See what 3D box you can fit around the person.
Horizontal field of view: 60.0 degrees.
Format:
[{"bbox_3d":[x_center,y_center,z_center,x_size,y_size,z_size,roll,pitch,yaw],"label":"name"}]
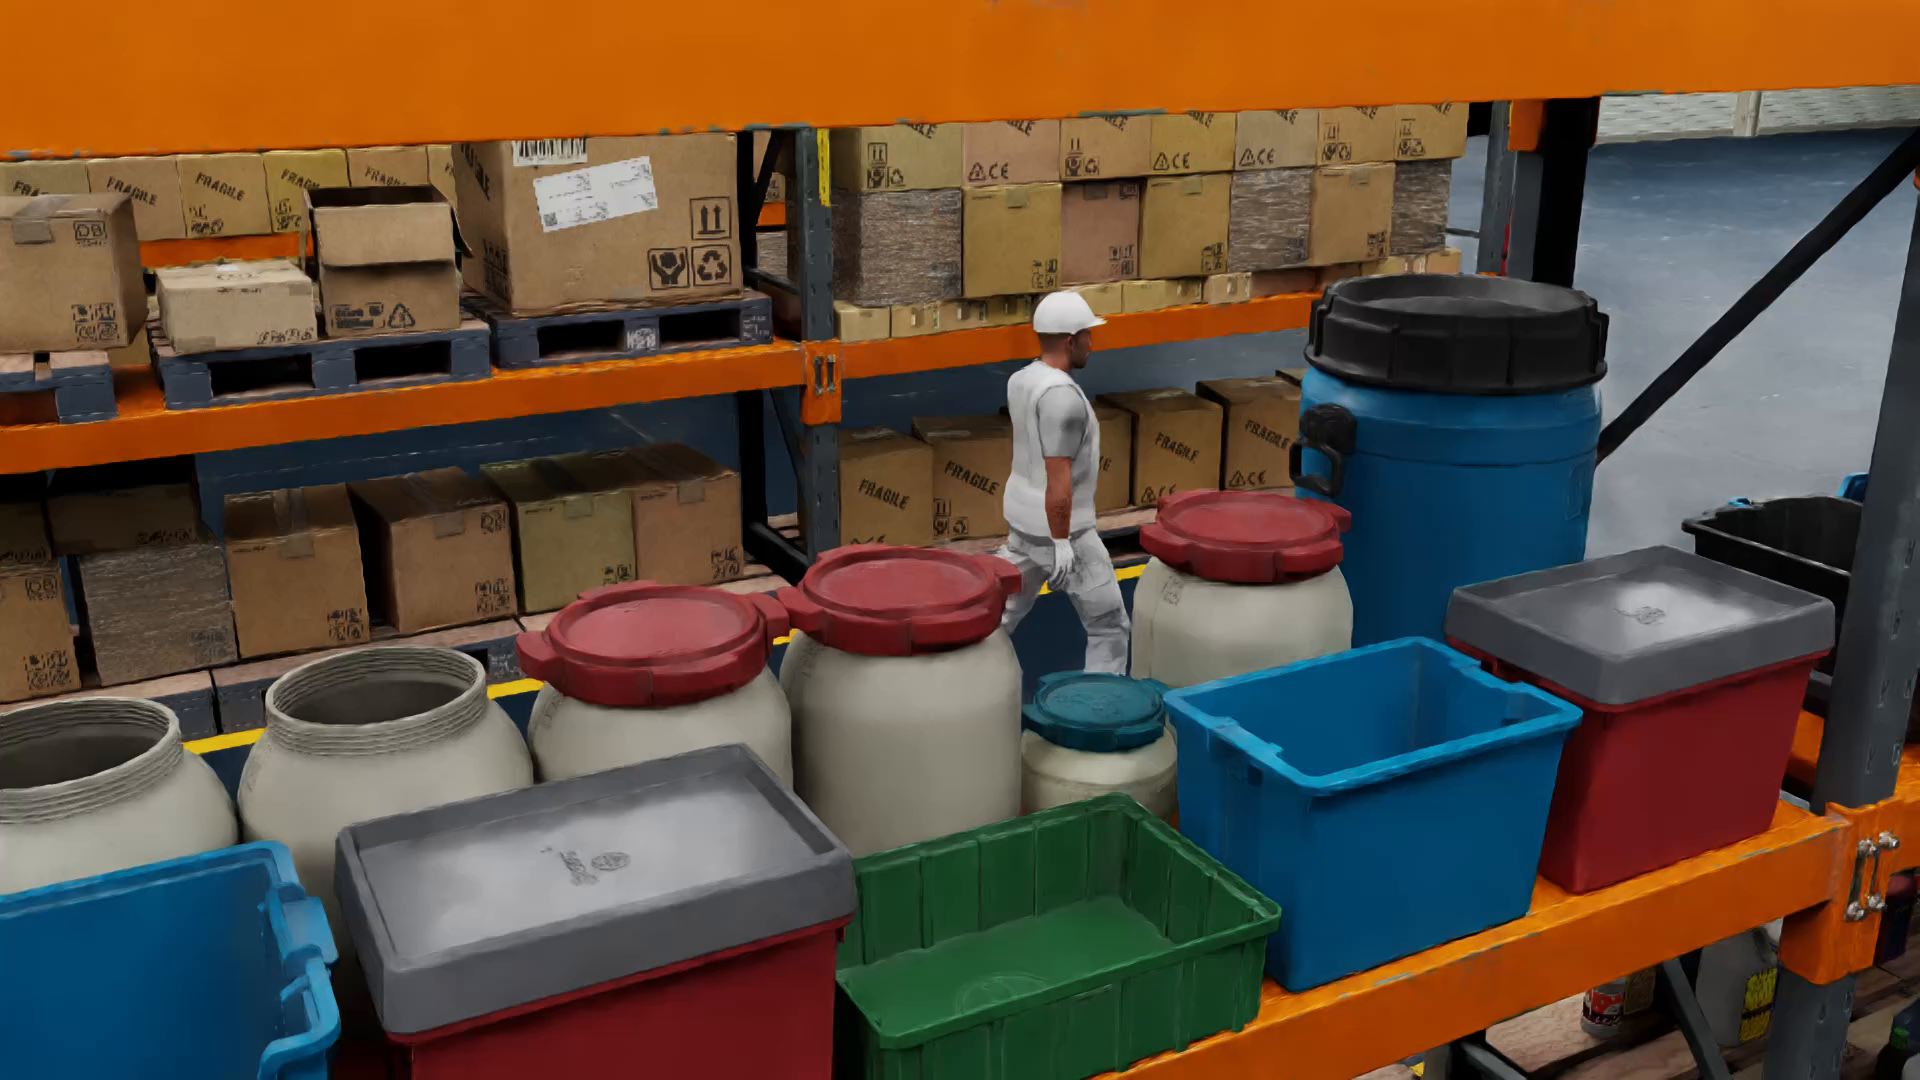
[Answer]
[{"bbox_3d":[0.353,-0.042,6.197,0.805,1.755,0.611,-6,19,-18],"label":"person"}]
